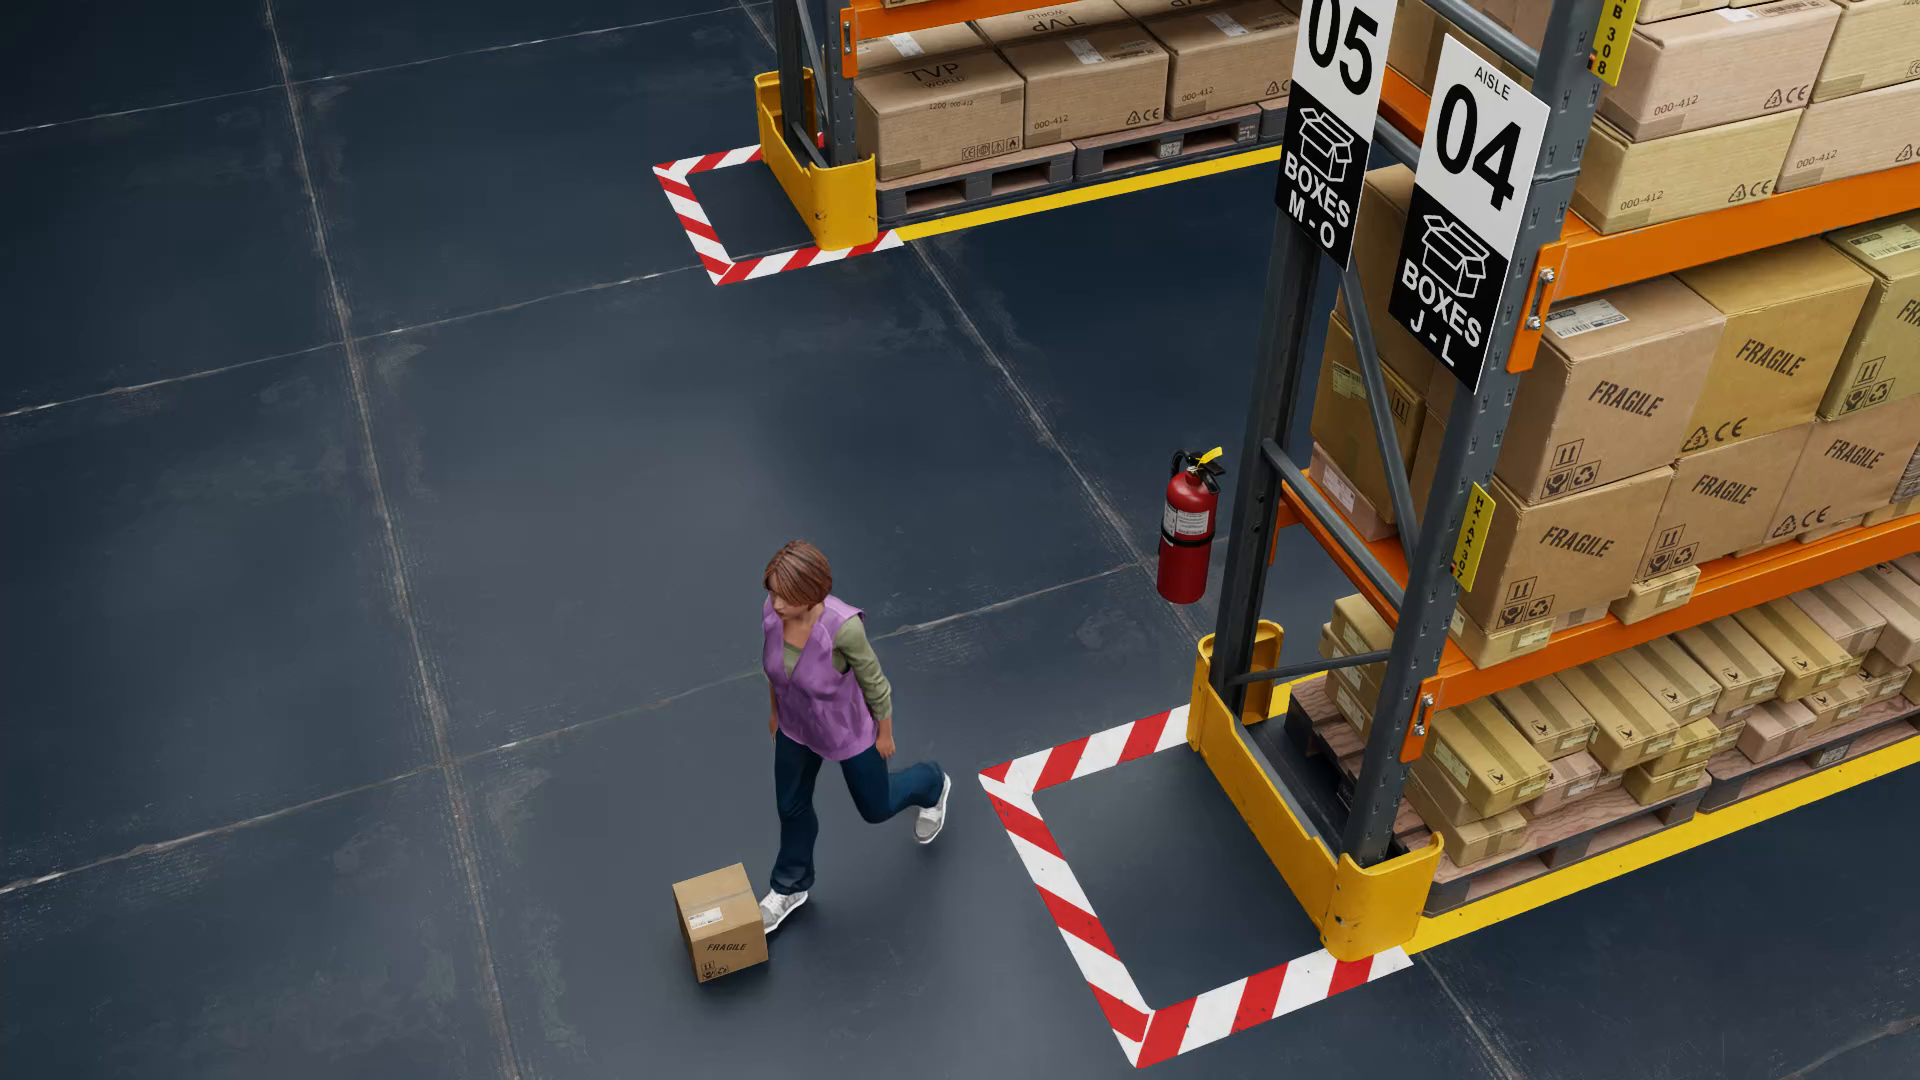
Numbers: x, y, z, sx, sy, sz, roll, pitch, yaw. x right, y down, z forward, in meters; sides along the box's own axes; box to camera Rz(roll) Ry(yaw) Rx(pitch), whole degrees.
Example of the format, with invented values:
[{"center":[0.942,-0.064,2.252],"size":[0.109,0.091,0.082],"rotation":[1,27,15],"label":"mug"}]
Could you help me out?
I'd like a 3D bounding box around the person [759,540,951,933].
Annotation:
[{"center":[-0.416,0.608,5.488],"size":[0.481,1.564,0.836],"rotation":[24,47,24],"label":"person"}]
